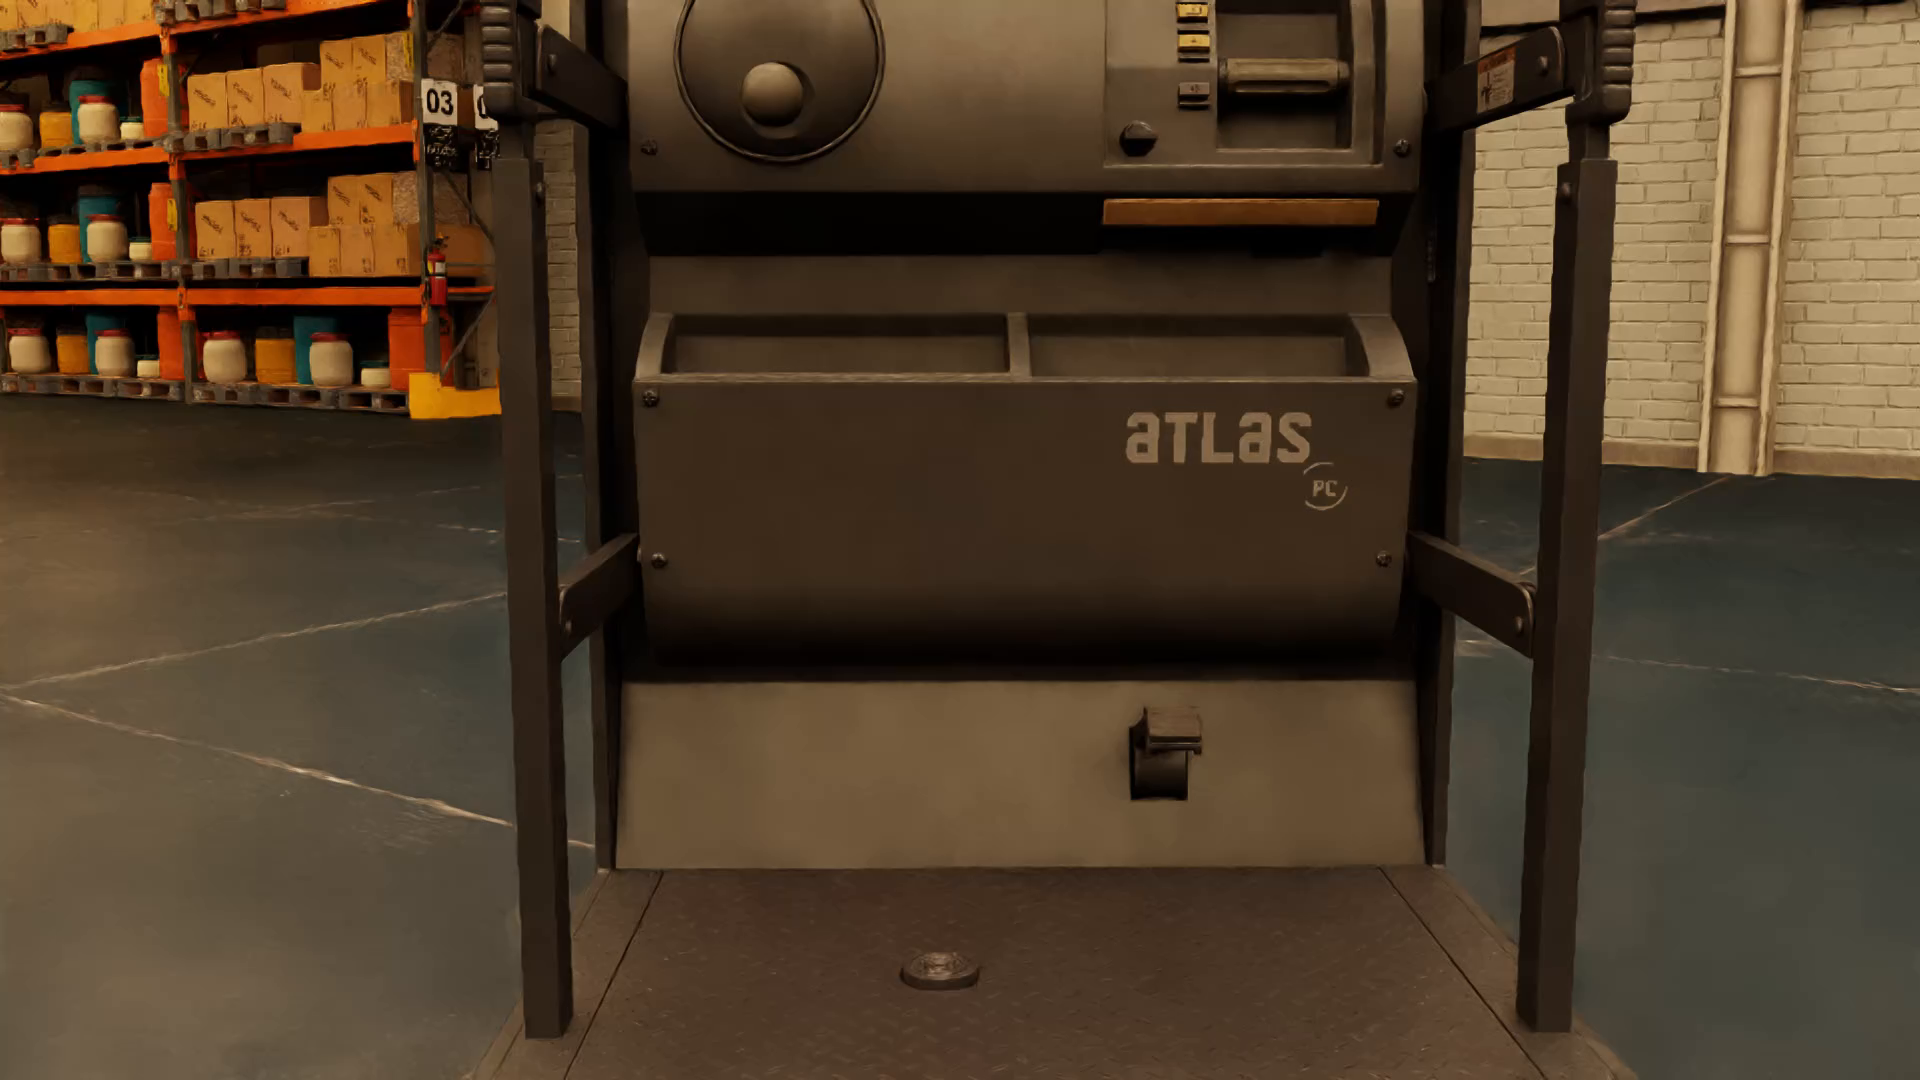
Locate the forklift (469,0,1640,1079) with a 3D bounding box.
[{"bbox_3d":[0.083,-0.650,1.760,1.130,2.935,3.031,0,8,-1],"label":"forklift"}]
